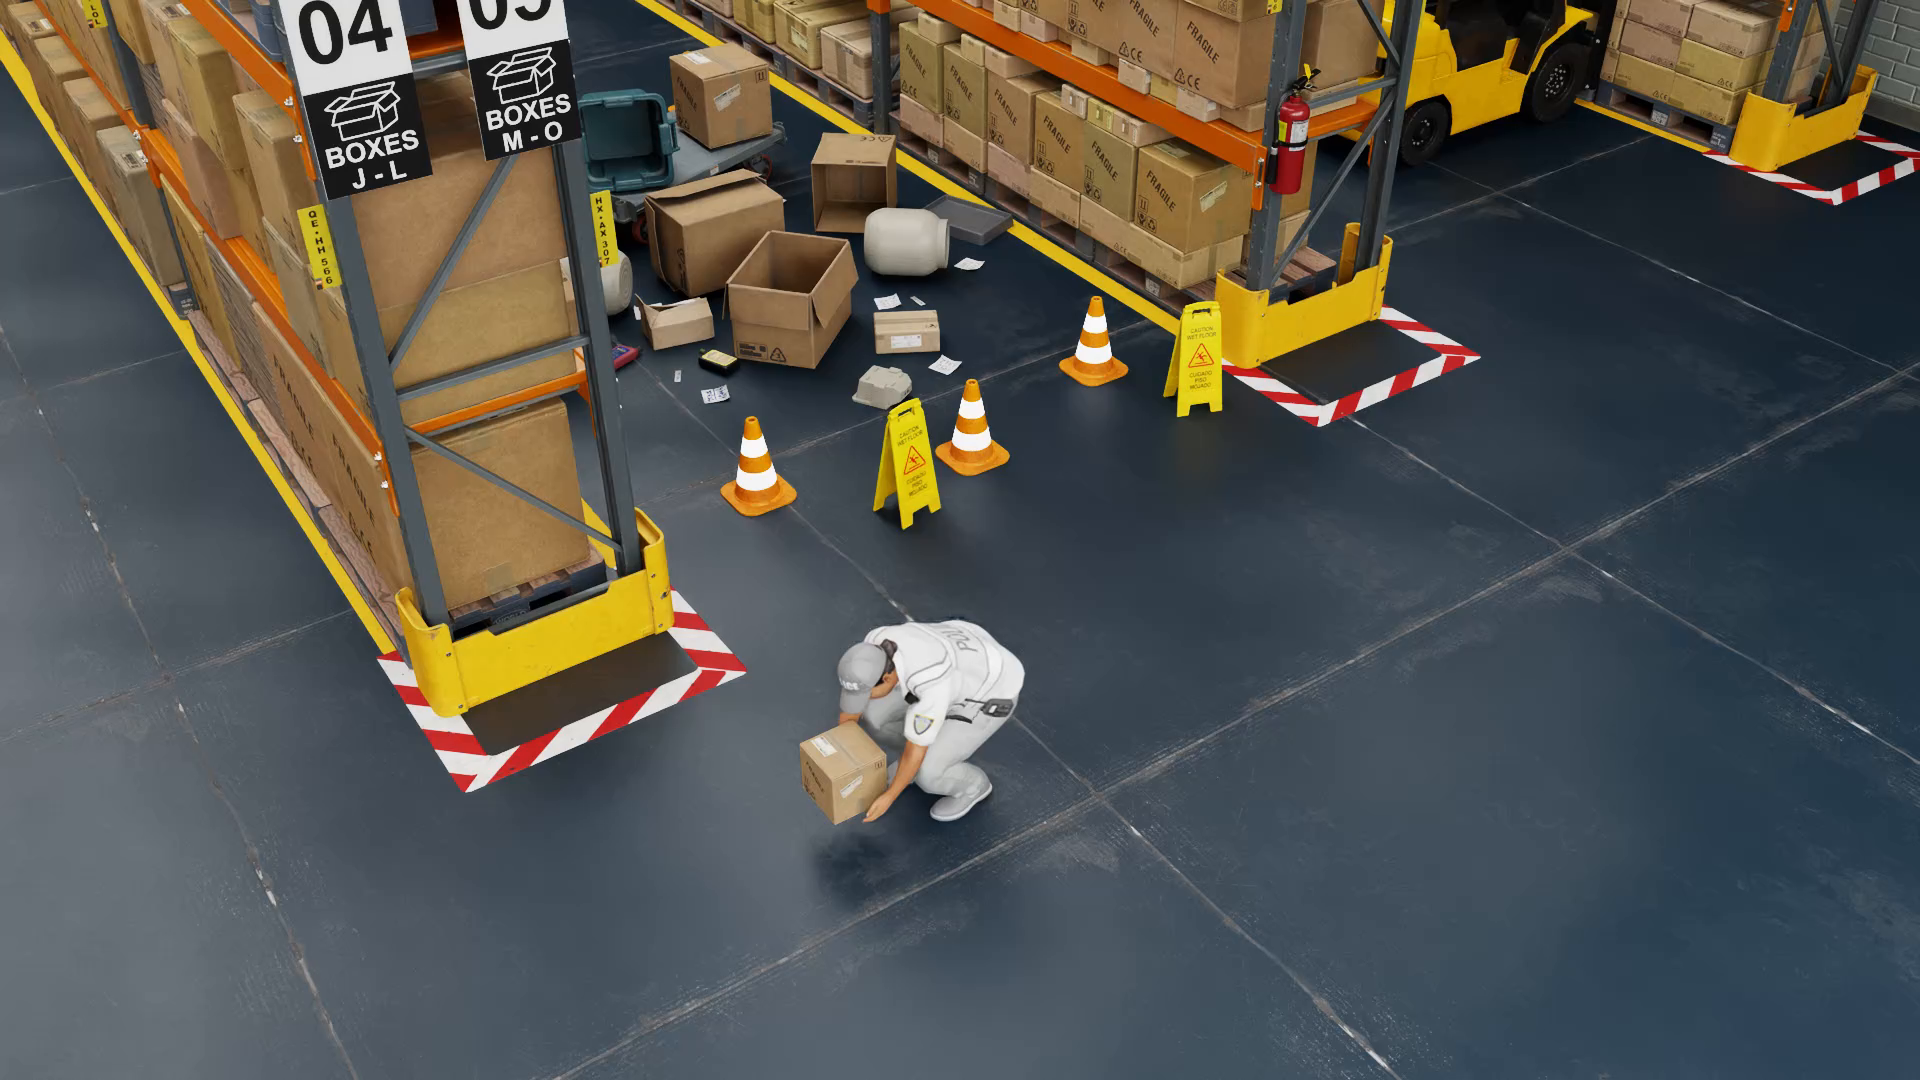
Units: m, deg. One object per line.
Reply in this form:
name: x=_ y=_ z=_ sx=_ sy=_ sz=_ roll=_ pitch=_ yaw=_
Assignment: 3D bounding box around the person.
person: x=-0.136 y=0.677 z=6.662 sx=0.838 sy=0.986 sz=0.519 roll=-23 pitch=42 yaw=-28
